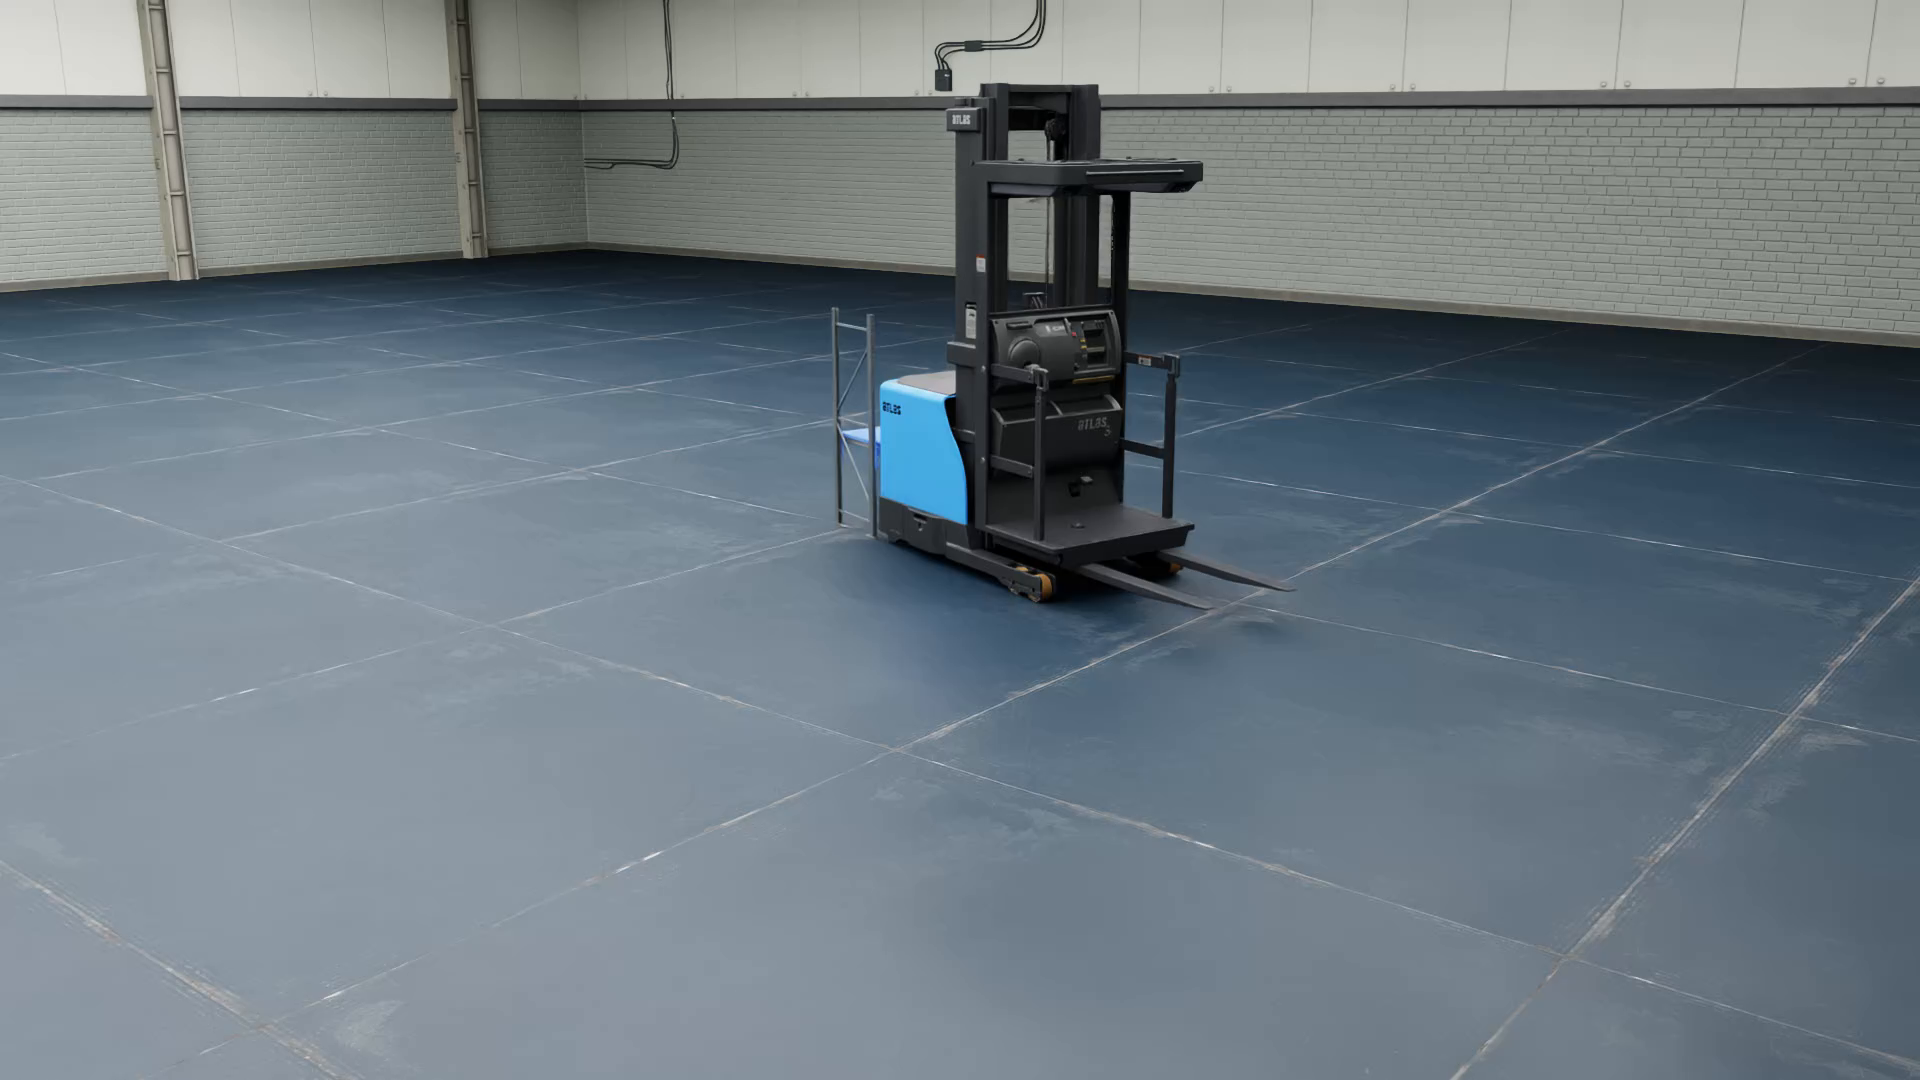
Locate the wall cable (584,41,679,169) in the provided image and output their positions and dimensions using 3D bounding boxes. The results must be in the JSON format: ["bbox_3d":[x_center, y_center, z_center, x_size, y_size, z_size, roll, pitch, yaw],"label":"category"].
[{"bbox_3d":[-6.894,-8.912,34.236,3.097,2.526,0.112,11,18,38],"label":"wall cable"}]

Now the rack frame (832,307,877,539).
[{"bbox_3d":[-0.710,-0.786,11.171,0.032,1.500,0.500,-10,17,-33],"label":"rack frame"}]

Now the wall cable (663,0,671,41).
[{"bbox_3d":[-4.790,-10.941,31.966,3.097,2.526,0.112,11,18,38],"label":"wall cable"}]

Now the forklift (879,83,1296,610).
[{"bbox_3d":[0.713,-1.194,9.869,1.130,2.935,3.031,-10,17,-34],"label":"forklift"}]

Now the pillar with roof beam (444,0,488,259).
[{"bbox_3d":[-6.426,-9.392,29.816,9.100,9.000,0.400,11,18,38],"label":"pillar with roof beam"}]

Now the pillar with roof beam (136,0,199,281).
[{"bbox_3d":[-10.197,-8.243,25.292,9.100,9.000,0.400,11,18,38],"label":"pillar with roof beam"}]

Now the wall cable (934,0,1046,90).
[{"bbox_3d":[0.480,-10.593,27.640,2.305,6.003,0.169,11,18,38],"label":"wall cable"}]

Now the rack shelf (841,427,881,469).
[{"bbox_3d":[-0.291,-0.682,11.493,1.000,0.185,0.538,-10,17,-33],"label":"rack shelf"}]

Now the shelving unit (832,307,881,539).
[{"bbox_3d":[-0.291,-0.857,11.449,1.048,1.500,0.538,-10,17,-33],"label":"shelving unit"}]
